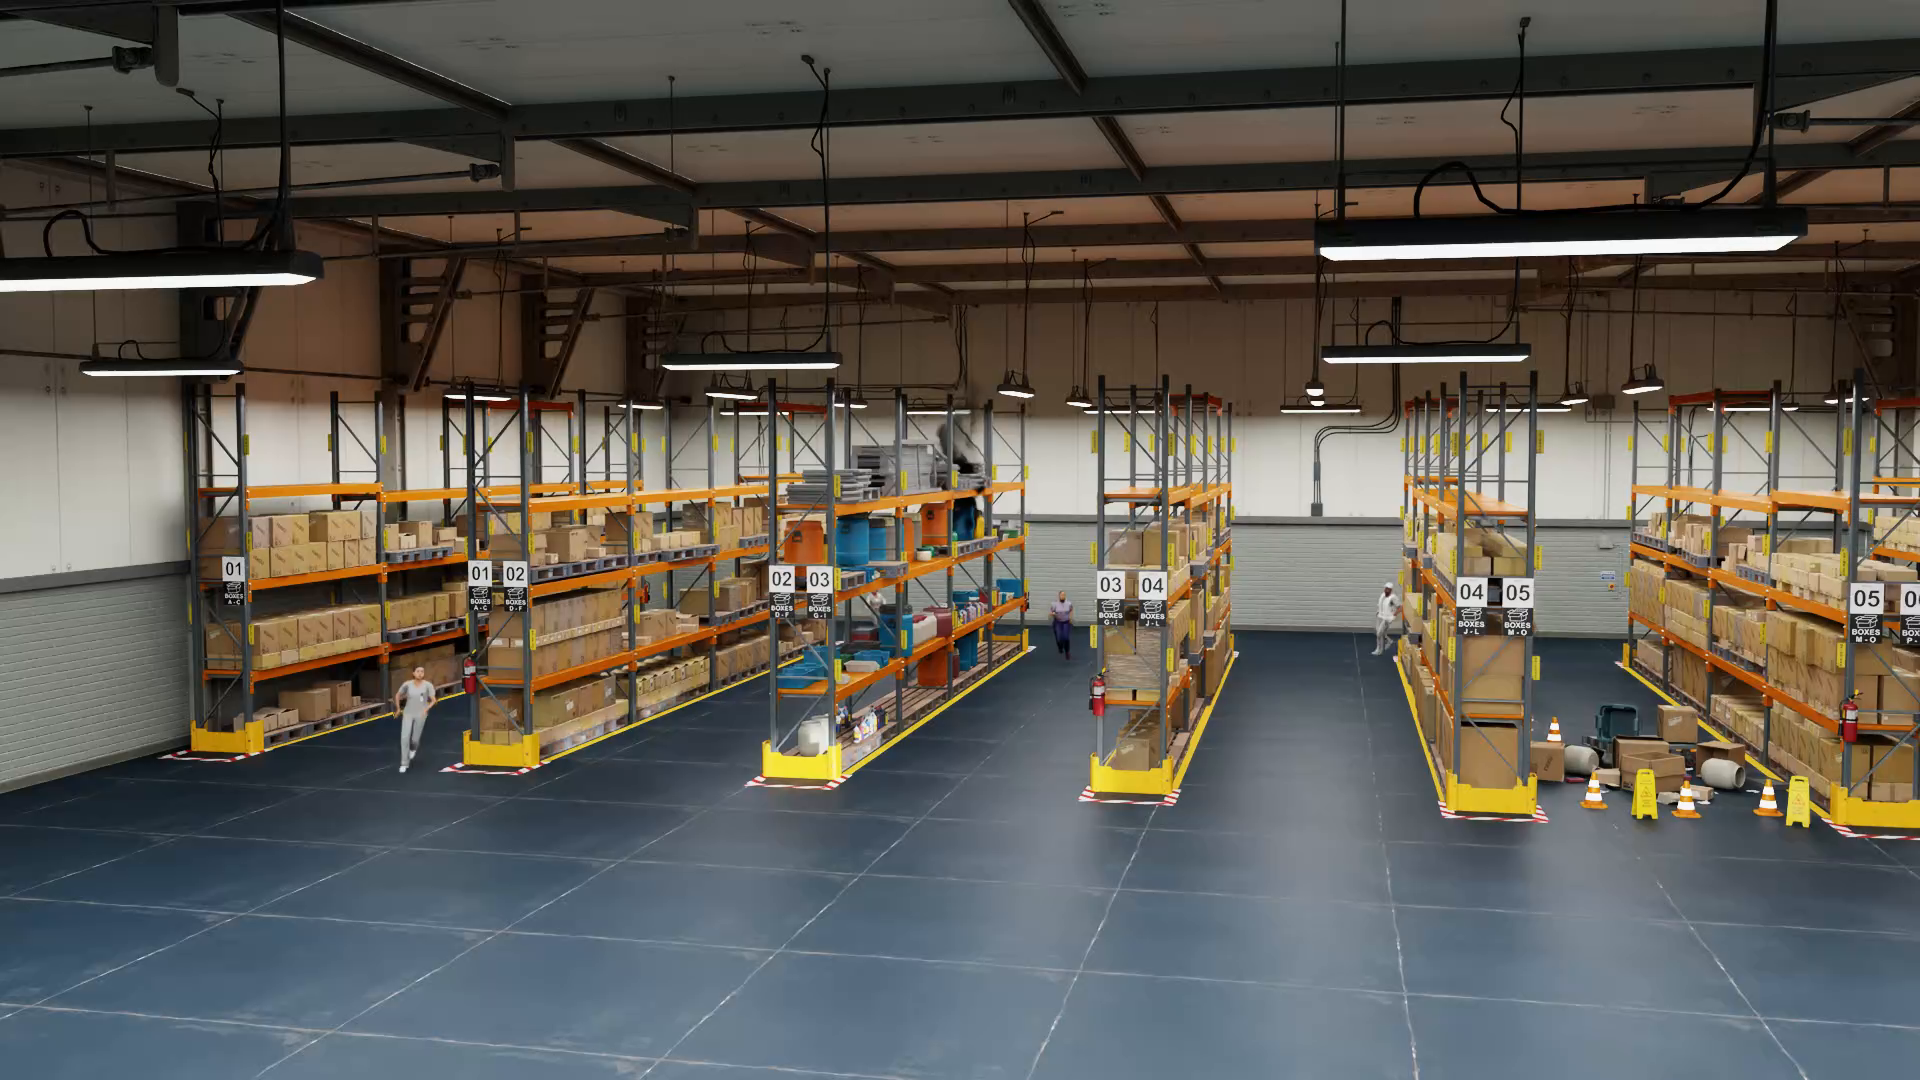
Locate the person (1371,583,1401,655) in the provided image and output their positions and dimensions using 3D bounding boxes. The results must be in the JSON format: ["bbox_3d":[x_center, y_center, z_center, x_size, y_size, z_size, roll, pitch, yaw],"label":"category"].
[{"bbox_3d":[10.193,1.873,39.567,0.714,1.740,0.724,-2,4,-27],"label":"person"}]

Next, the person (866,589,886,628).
[{"bbox_3d":[-2.055,1.862,41.297,0.602,1.519,0.594,-1,3,-12],"label":"person"}]

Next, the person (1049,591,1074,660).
[{"bbox_3d":[2.295,1.936,37.610,0.574,1.553,0.684,0,3,2],"label":"person"}]

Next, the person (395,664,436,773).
[{"bbox_3d":[-8.429,2.731,25.771,0.604,1.637,0.730,-1,3,-13],"label":"person"}]
